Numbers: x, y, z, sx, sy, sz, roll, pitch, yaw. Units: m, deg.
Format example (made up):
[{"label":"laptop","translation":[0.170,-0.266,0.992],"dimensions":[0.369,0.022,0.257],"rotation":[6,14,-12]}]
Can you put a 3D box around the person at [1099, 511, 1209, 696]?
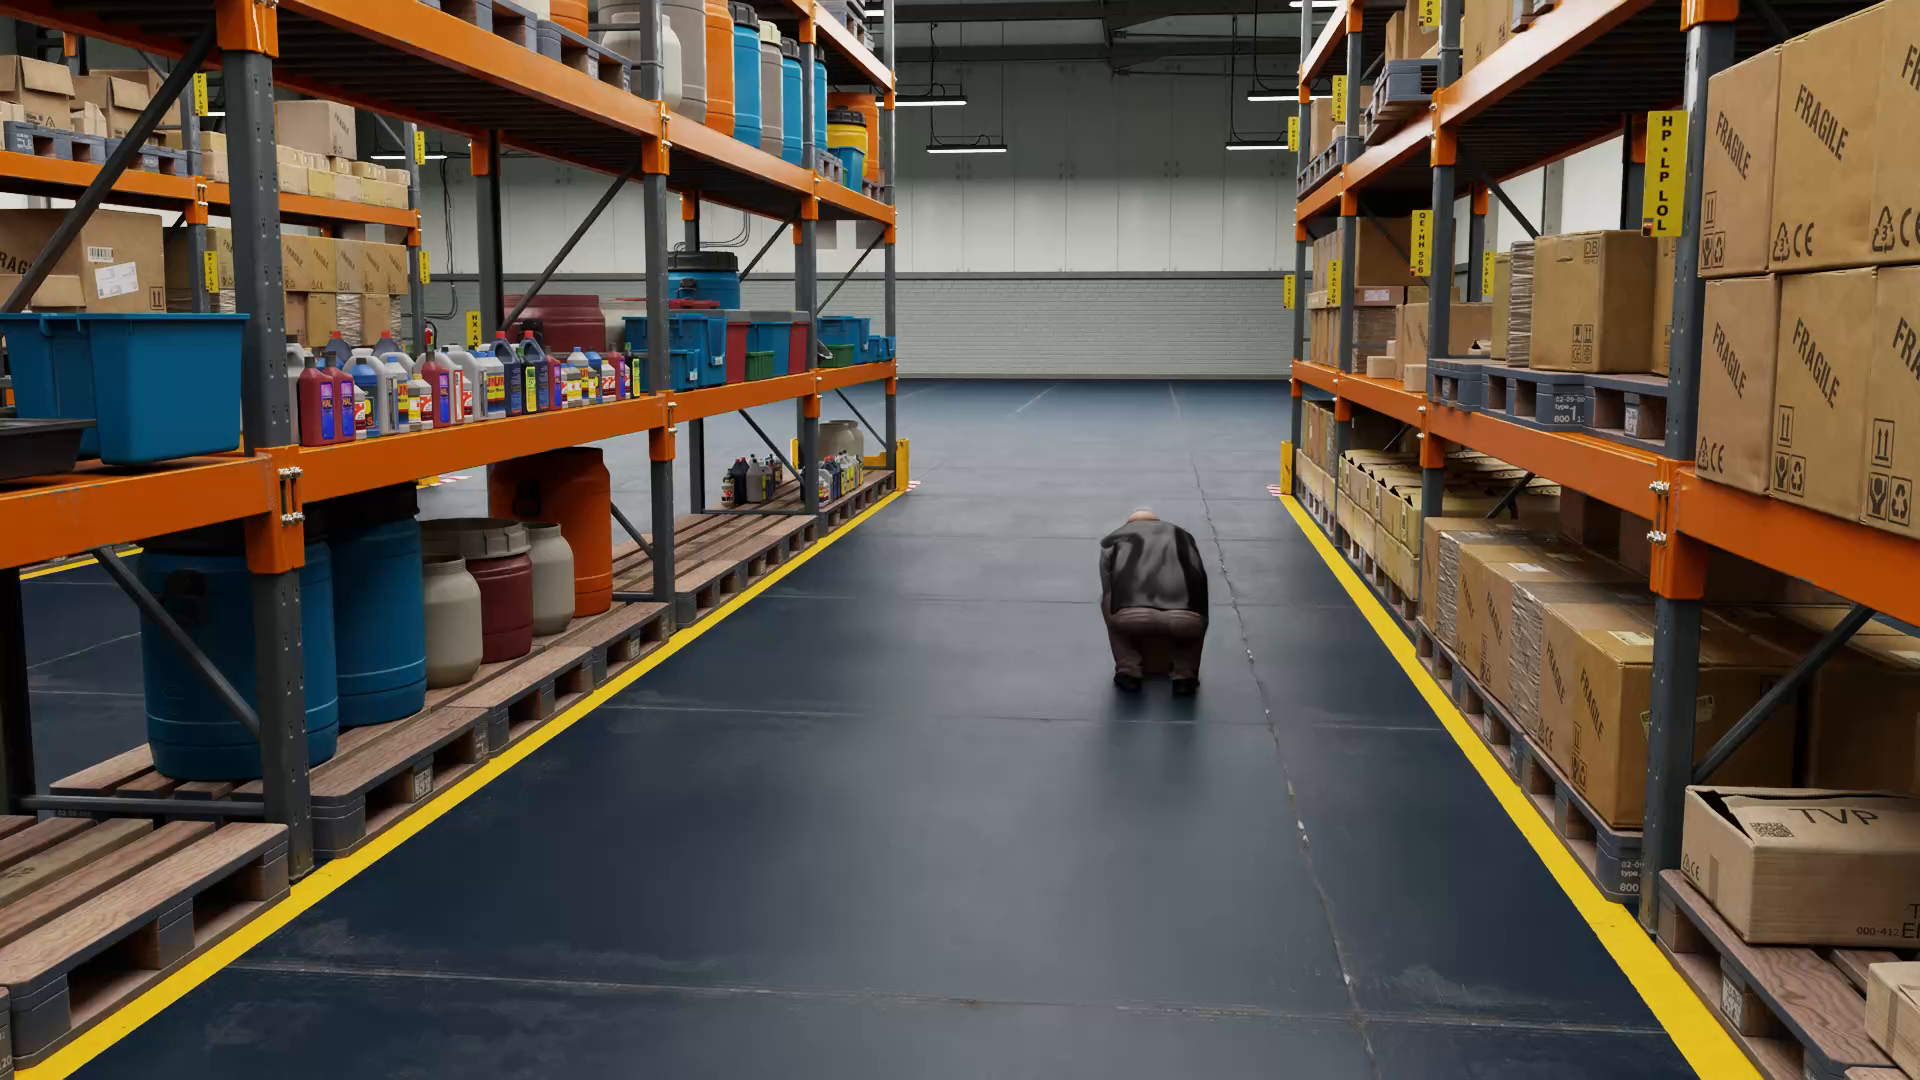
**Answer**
[{"label":"person","translation":[0.913,0.316,7.827],"dimensions":[0.521,0.830,0.896],"rotation":[1,8,6]}]
